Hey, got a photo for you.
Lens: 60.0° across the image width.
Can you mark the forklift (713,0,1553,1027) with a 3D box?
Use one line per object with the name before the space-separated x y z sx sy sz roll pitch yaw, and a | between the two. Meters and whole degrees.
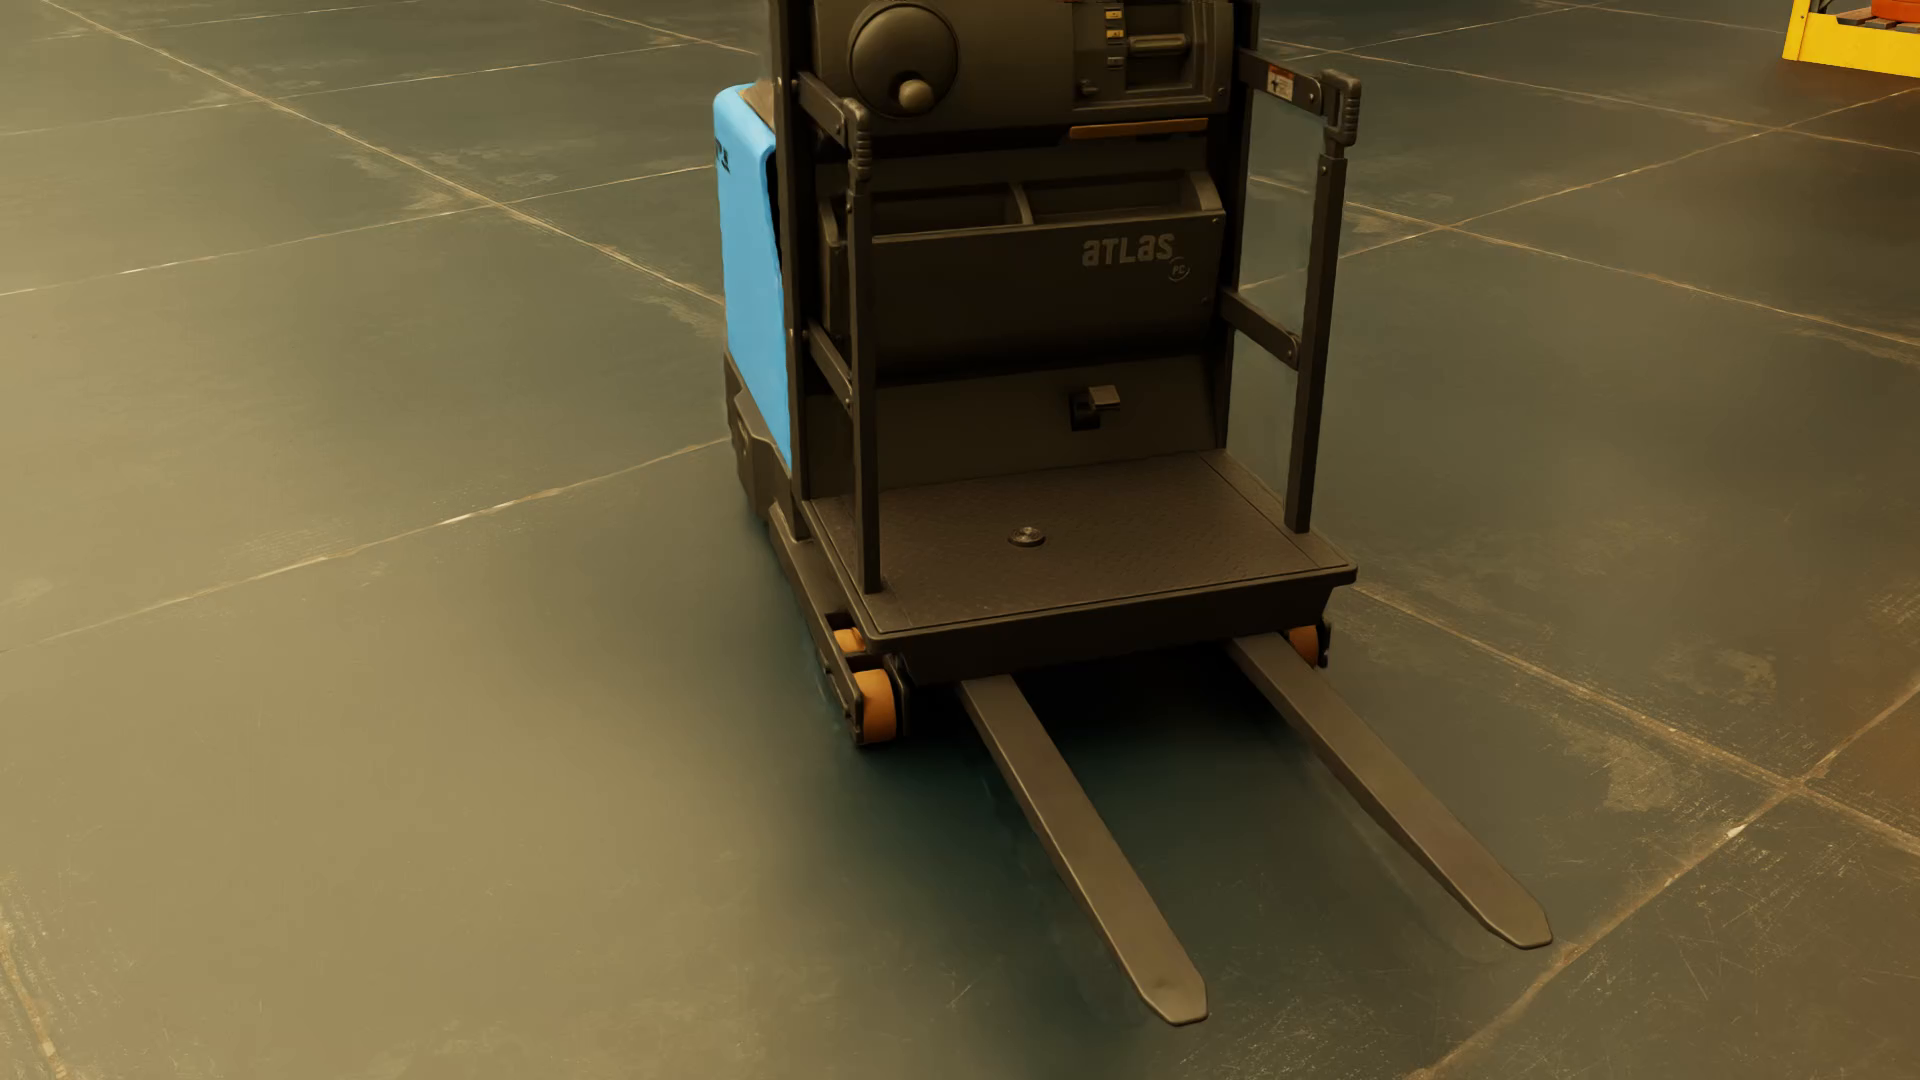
forklift | 0.206 -1.066 3.351 1.130 2.935 3.031 -8 27 -15
